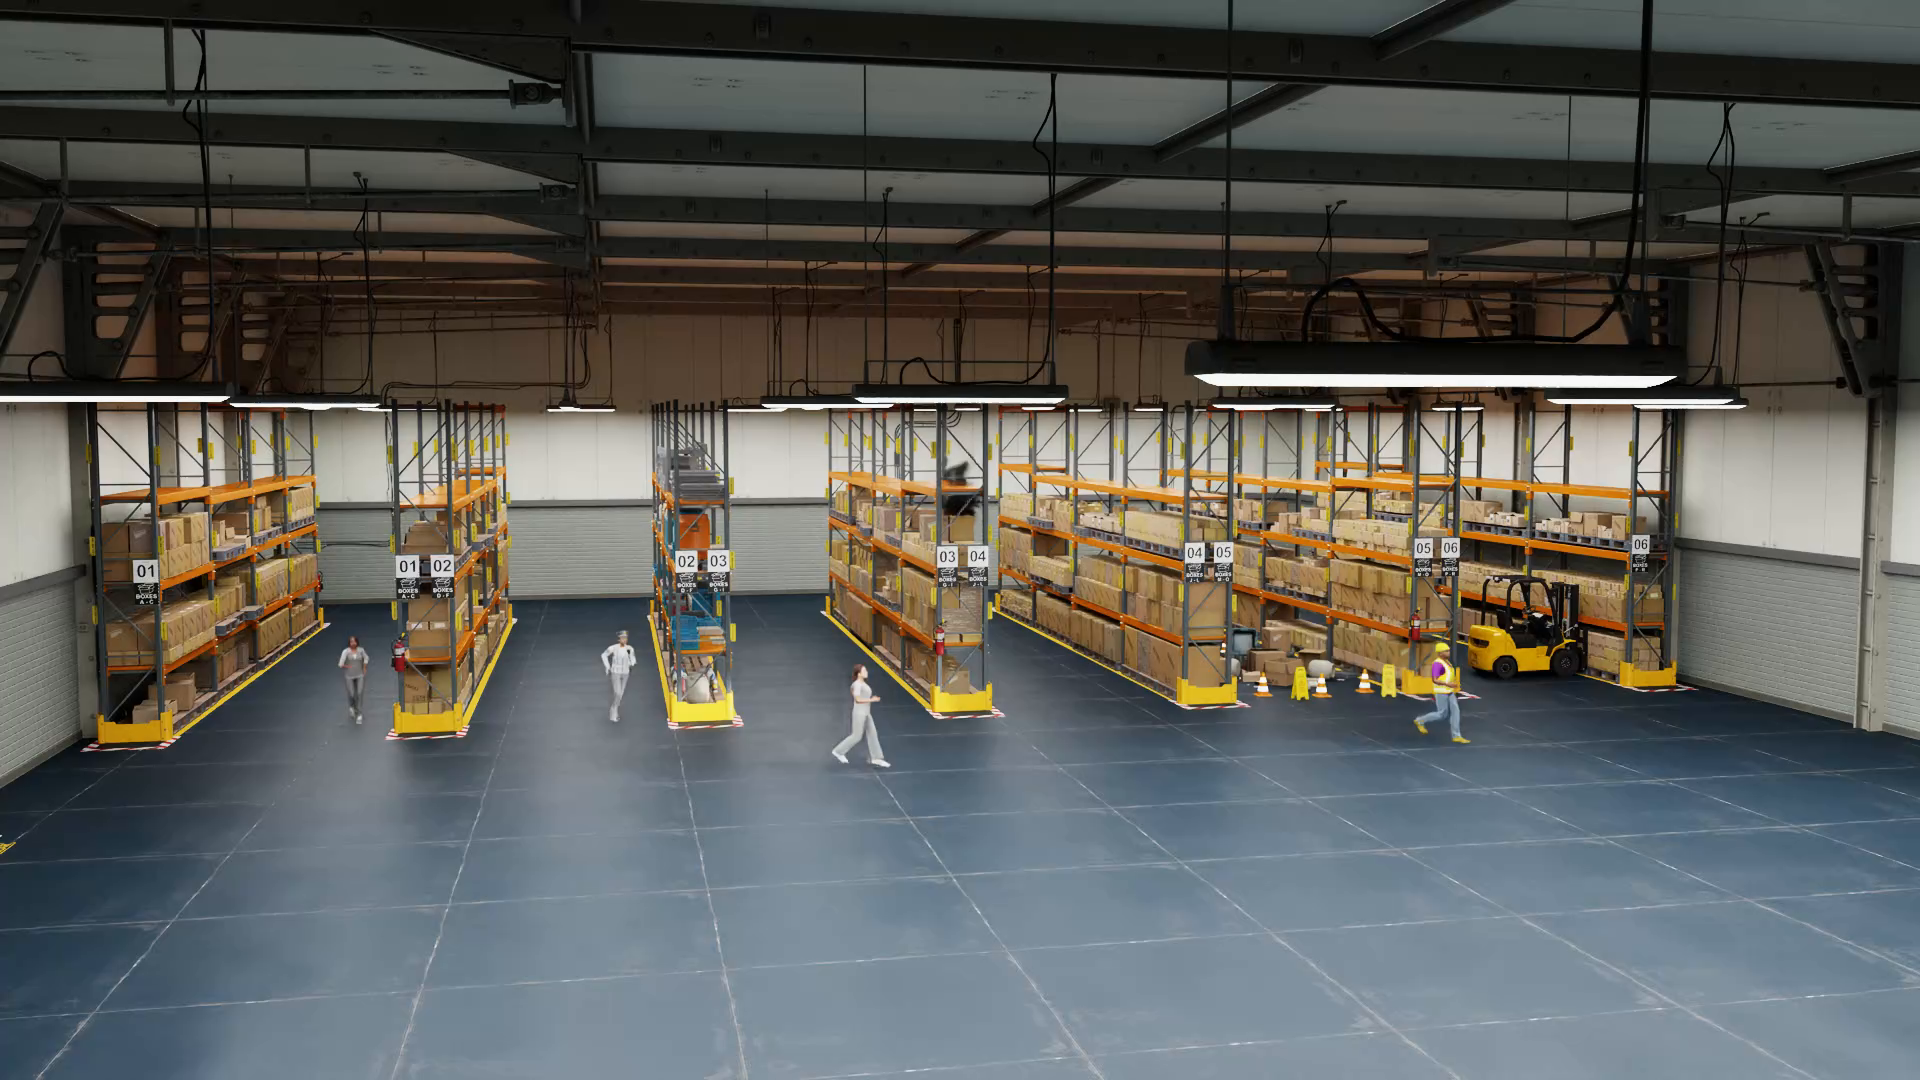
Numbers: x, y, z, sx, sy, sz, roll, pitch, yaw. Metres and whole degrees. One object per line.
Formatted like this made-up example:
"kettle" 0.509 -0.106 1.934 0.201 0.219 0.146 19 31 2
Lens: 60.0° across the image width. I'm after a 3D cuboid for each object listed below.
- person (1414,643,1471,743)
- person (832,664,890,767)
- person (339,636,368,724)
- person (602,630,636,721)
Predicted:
"person" 8.452 2.662 29.060 0.966 1.741 0.713 3 5 34
"person" -1.584 2.837 26.893 0.911 1.674 0.533 1 4 11
"person" -11.277 2.573 30.953 0.537 1.593 0.877 -2 5 -25
"person" -6.400 2.505 31.308 0.593 1.628 0.704 -2 5 -30
